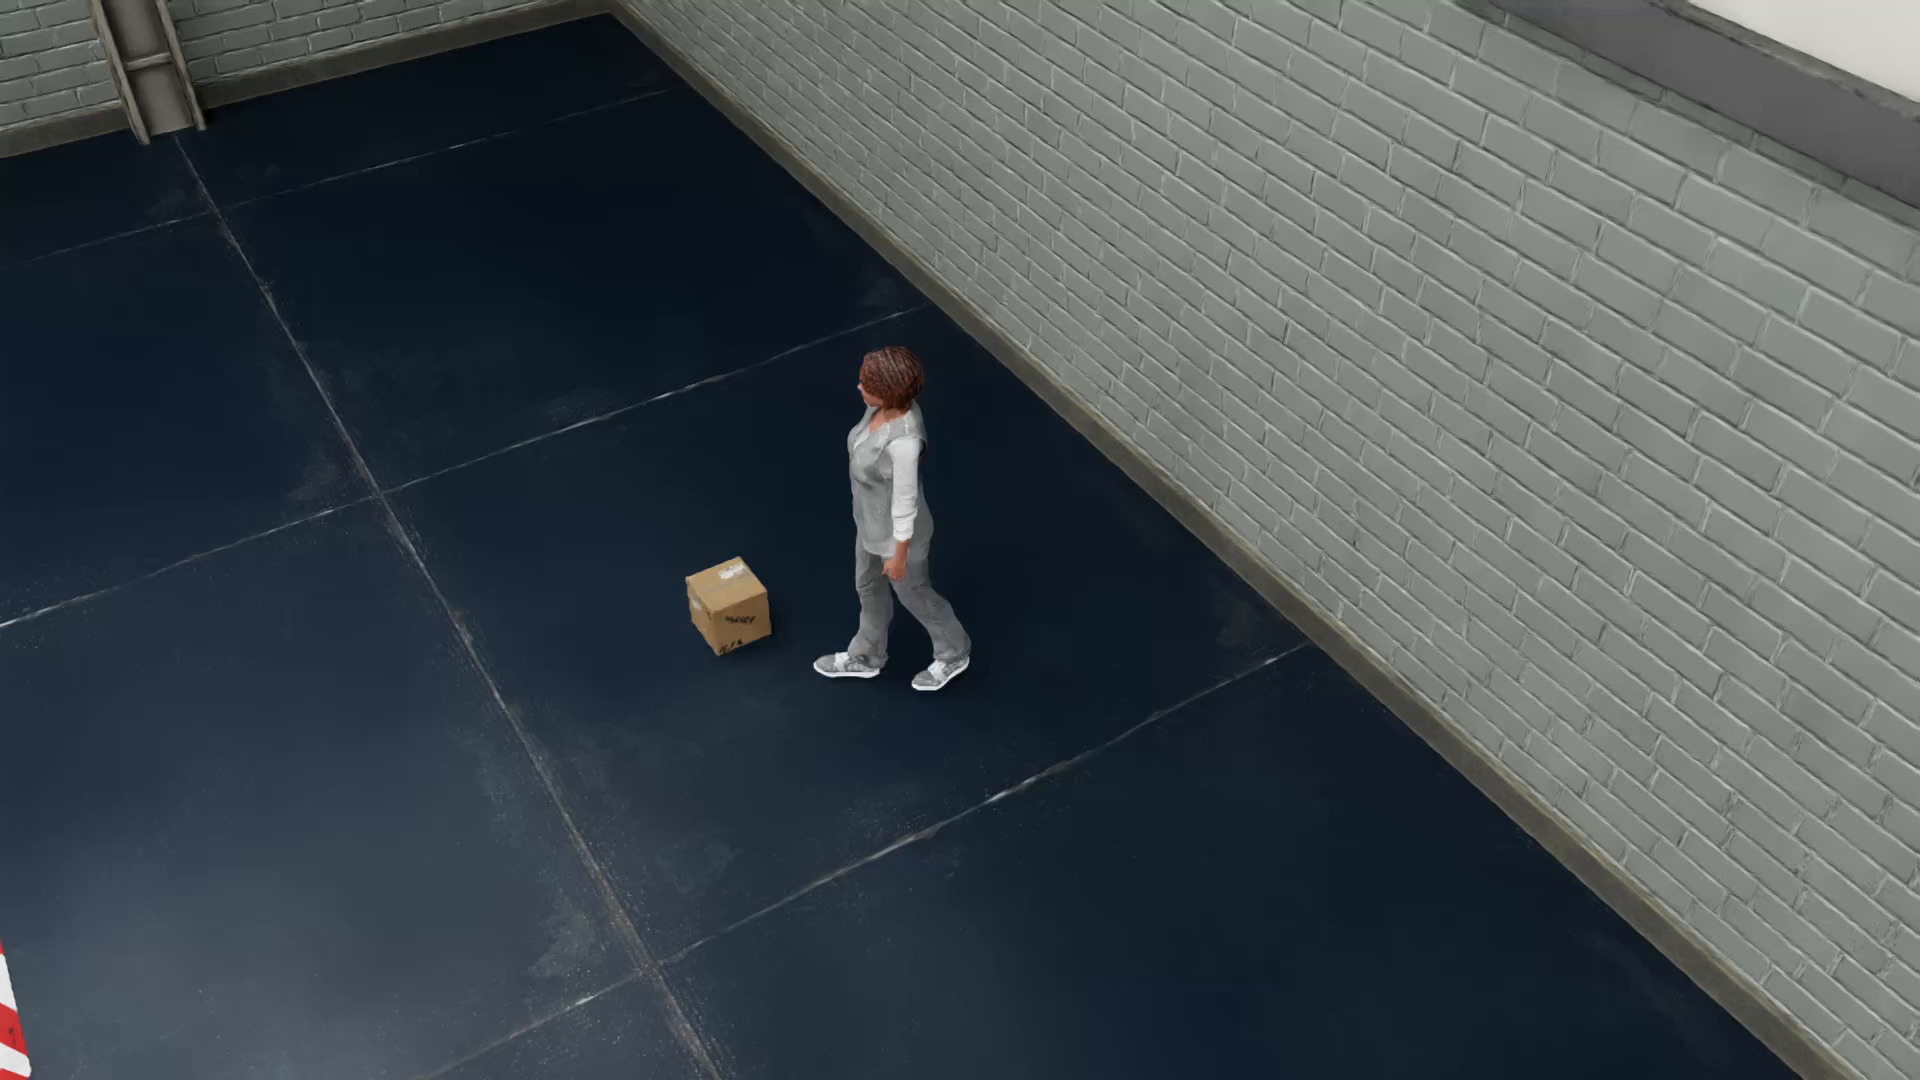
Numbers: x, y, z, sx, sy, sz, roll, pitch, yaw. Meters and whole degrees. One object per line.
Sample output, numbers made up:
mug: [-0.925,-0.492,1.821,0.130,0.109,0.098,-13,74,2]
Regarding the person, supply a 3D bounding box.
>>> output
person: [-0.196,0.019,6.274,0.491,1.278,0.404,-10,42,-11]
